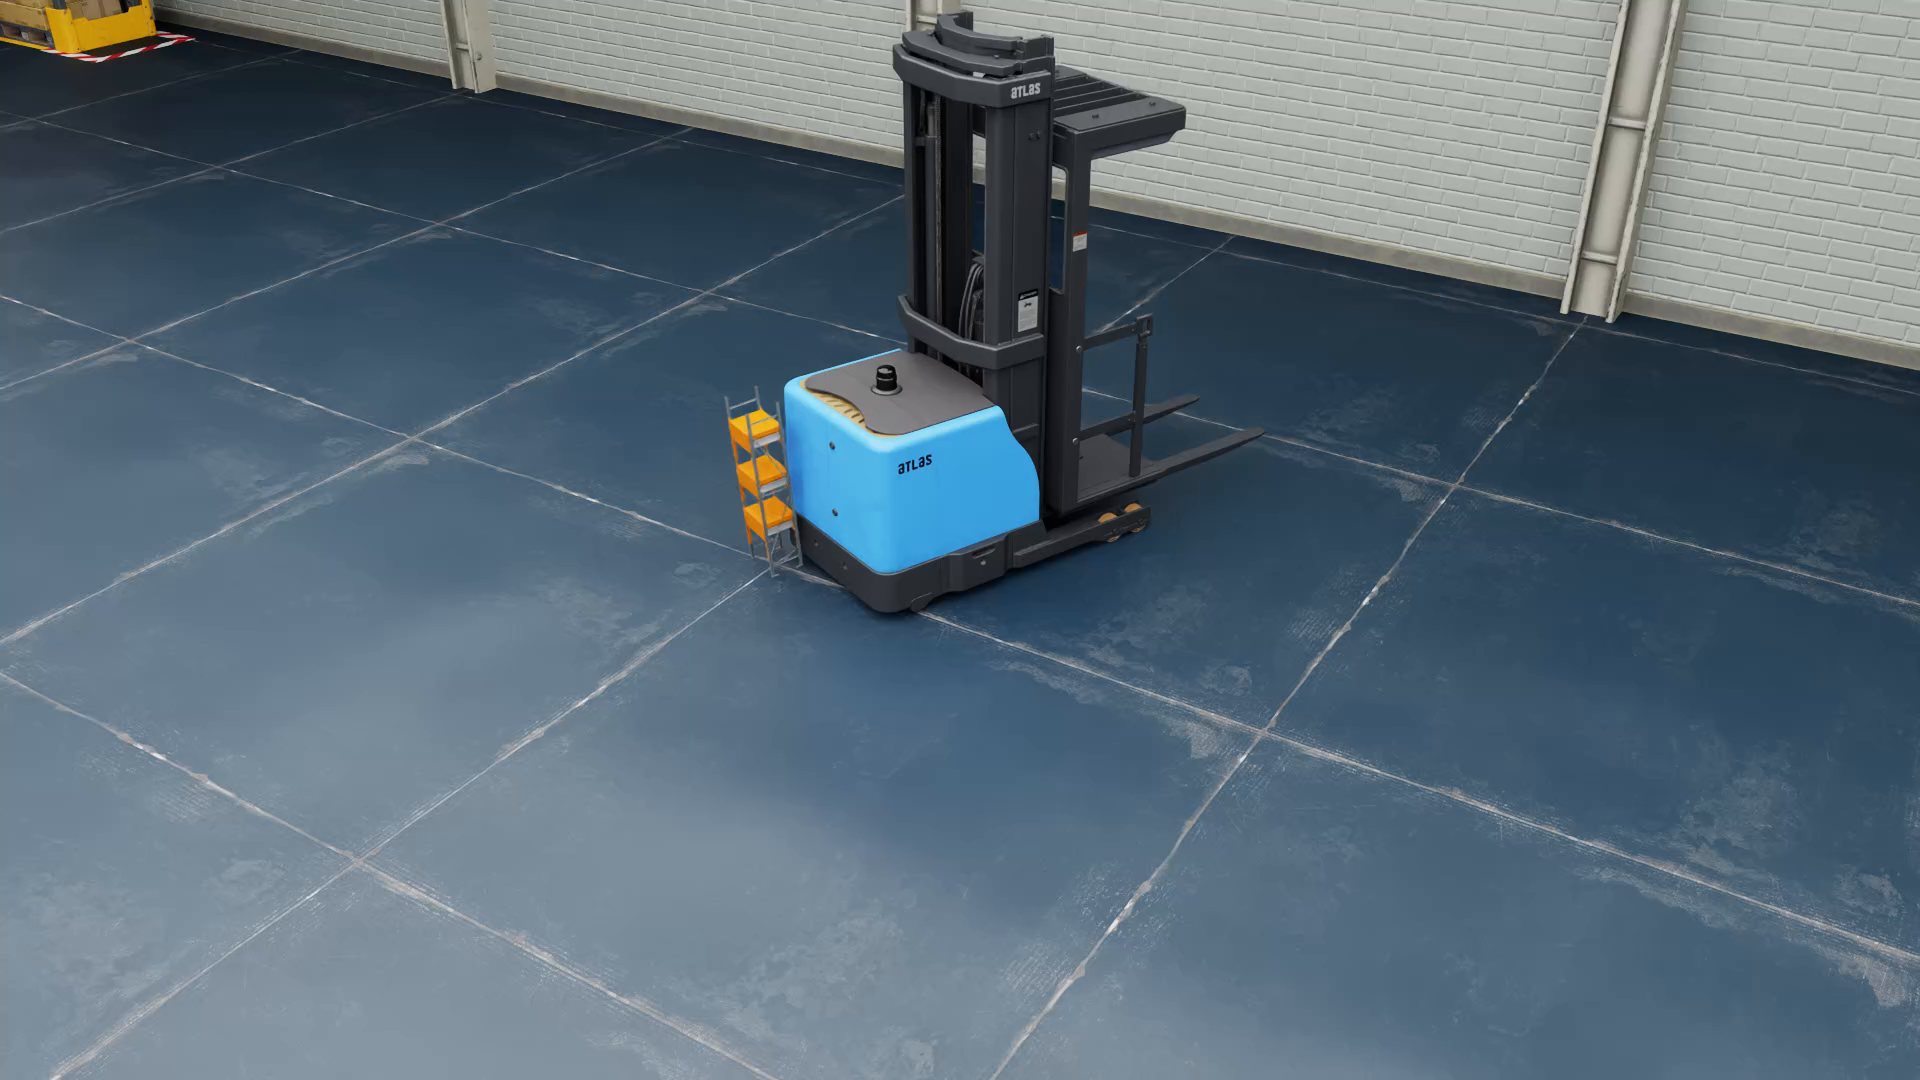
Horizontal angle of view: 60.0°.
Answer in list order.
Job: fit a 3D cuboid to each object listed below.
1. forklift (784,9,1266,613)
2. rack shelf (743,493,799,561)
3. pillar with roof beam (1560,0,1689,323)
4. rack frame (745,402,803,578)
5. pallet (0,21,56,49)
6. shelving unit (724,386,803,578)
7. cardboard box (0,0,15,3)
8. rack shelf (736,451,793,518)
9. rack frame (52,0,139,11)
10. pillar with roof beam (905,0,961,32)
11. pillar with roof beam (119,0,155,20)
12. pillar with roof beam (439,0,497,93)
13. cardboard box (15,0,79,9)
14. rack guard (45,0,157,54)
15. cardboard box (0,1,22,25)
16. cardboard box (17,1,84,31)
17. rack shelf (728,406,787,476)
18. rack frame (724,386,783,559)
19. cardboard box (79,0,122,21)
[{"bbox_3d":[0.511,-1.452,9.330,3.031,2.935,1.130,-20,36,-30],"label":"forklift"},{"bbox_3d":[-1.062,-0.073,9.386,0.215,0.259,0.240,-23,37,-26],"label":"rack shelf"},{"bbox_3d":[2.555,-3.806,7.344,0.400,9.000,9.100,18,35,27],"label":"pillar with roof beam"},{"bbox_3d":[-1.016,-0.263,9.142,0.200,1.050,0.008,-23,37,-26],"label":"rack frame"},{"bbox_3d":[-10.961,-6.285,20.314,1.213,0.211,1.003,18,35,27],"label":"pallet"},{"bbox_3d":[-1.083,-0.314,9.230,0.215,1.050,0.252,-23,37,-26],"label":"shelving unit"},{"bbox_3d":[-11.289,-6.648,19.985,0.500,0.250,0.500,17,34,27],"label":"cardboard box"},{"bbox_3d":[-1.083,-0.305,9.236,0.215,0.259,0.240,-23,37,-26],"label":"rack shelf"},{"bbox_3d":[-10.291,-7.303,19.291,0.127,3.000,1.000,18,35,27],"label":"rack frame"},{"bbox_3d":[-2.527,-5.413,10.099,0.400,9.000,9.100,18,35,27],"label":"pillar with roof beam"},{"bbox_3d":[-12.691,-8.628,15.609,0.400,9.000,9.100,18,35,27],"label":"pillar with roof beam"},{"bbox_3d":[-7.609,-7.021,12.854,0.400,9.000,9.100,18,35,27],"label":"pillar with roof beam"},{"bbox_3d":[-10.870,-6.510,19.747,0.500,0.250,0.500,17,34,27],"label":"cardboard box"},{"bbox_3d":[-10.271,-6.217,19.910,0.348,0.500,1.175,18,35,27],"label":"rack guard"},{"bbox_3d":[-11.273,-6.425,20.098,0.500,0.250,0.500,18,35,27],"label":"cardboard box"},{"bbox_3d":[-10.857,-6.288,19.863,0.500,0.250,0.500,18,35,28],"label":"cardboard box"},{"bbox_3d":[-1.103,-0.543,9.082,0.215,0.259,0.240,-23,37,-26],"label":"rack shelf"},{"bbox_3d":[-1.151,-0.365,9.318,0.200,1.050,0.008,-23,37,-26],"label":"rack frame"},{"bbox_3d":[-10.603,-6.512,20.247,0.500,0.250,0.500,18,35,28],"label":"cardboard box"}]
